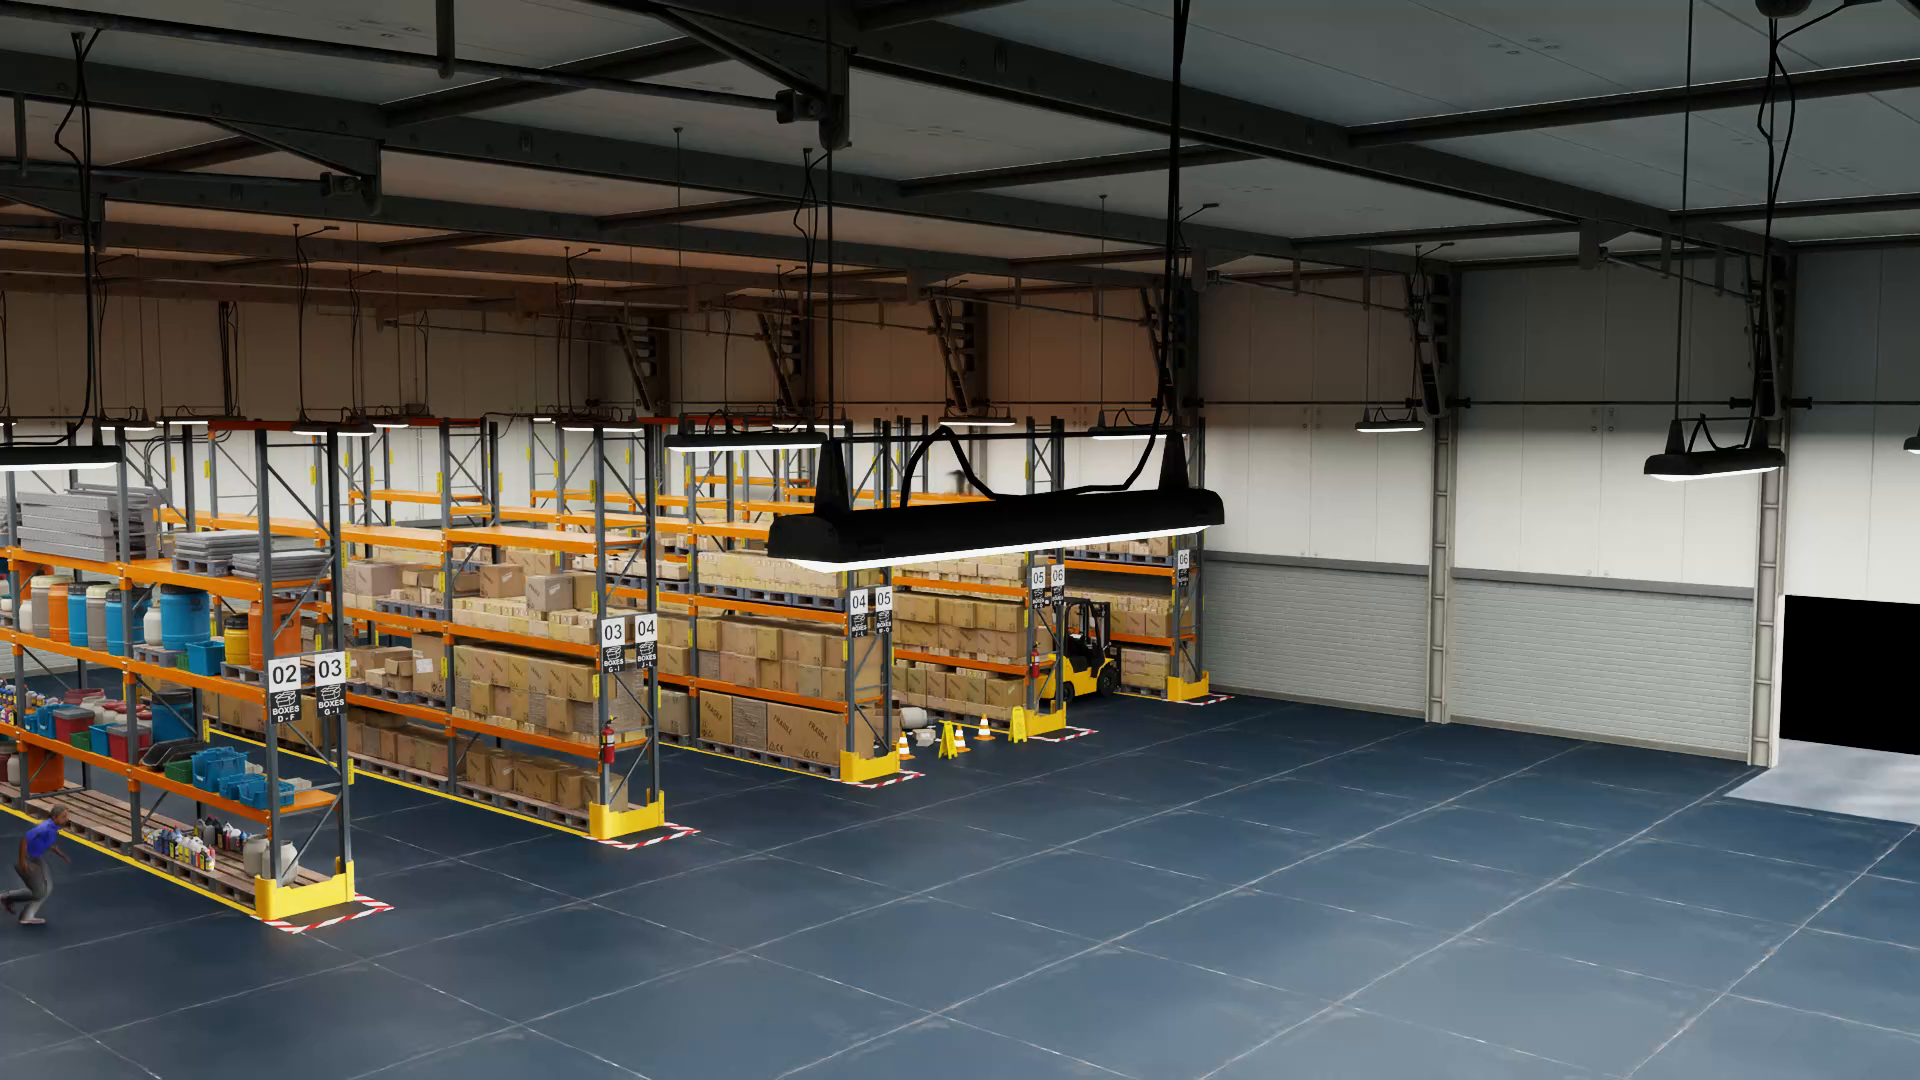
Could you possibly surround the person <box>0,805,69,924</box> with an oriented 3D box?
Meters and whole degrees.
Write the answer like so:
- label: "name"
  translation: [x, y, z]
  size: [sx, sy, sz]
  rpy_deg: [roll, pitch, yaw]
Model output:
- label: "person"
  translation: [-11.204, 3.942, 20.101]
  size: [0.834, 1.469, 0.592]
  rpy_deg: [0, 5, -4]
